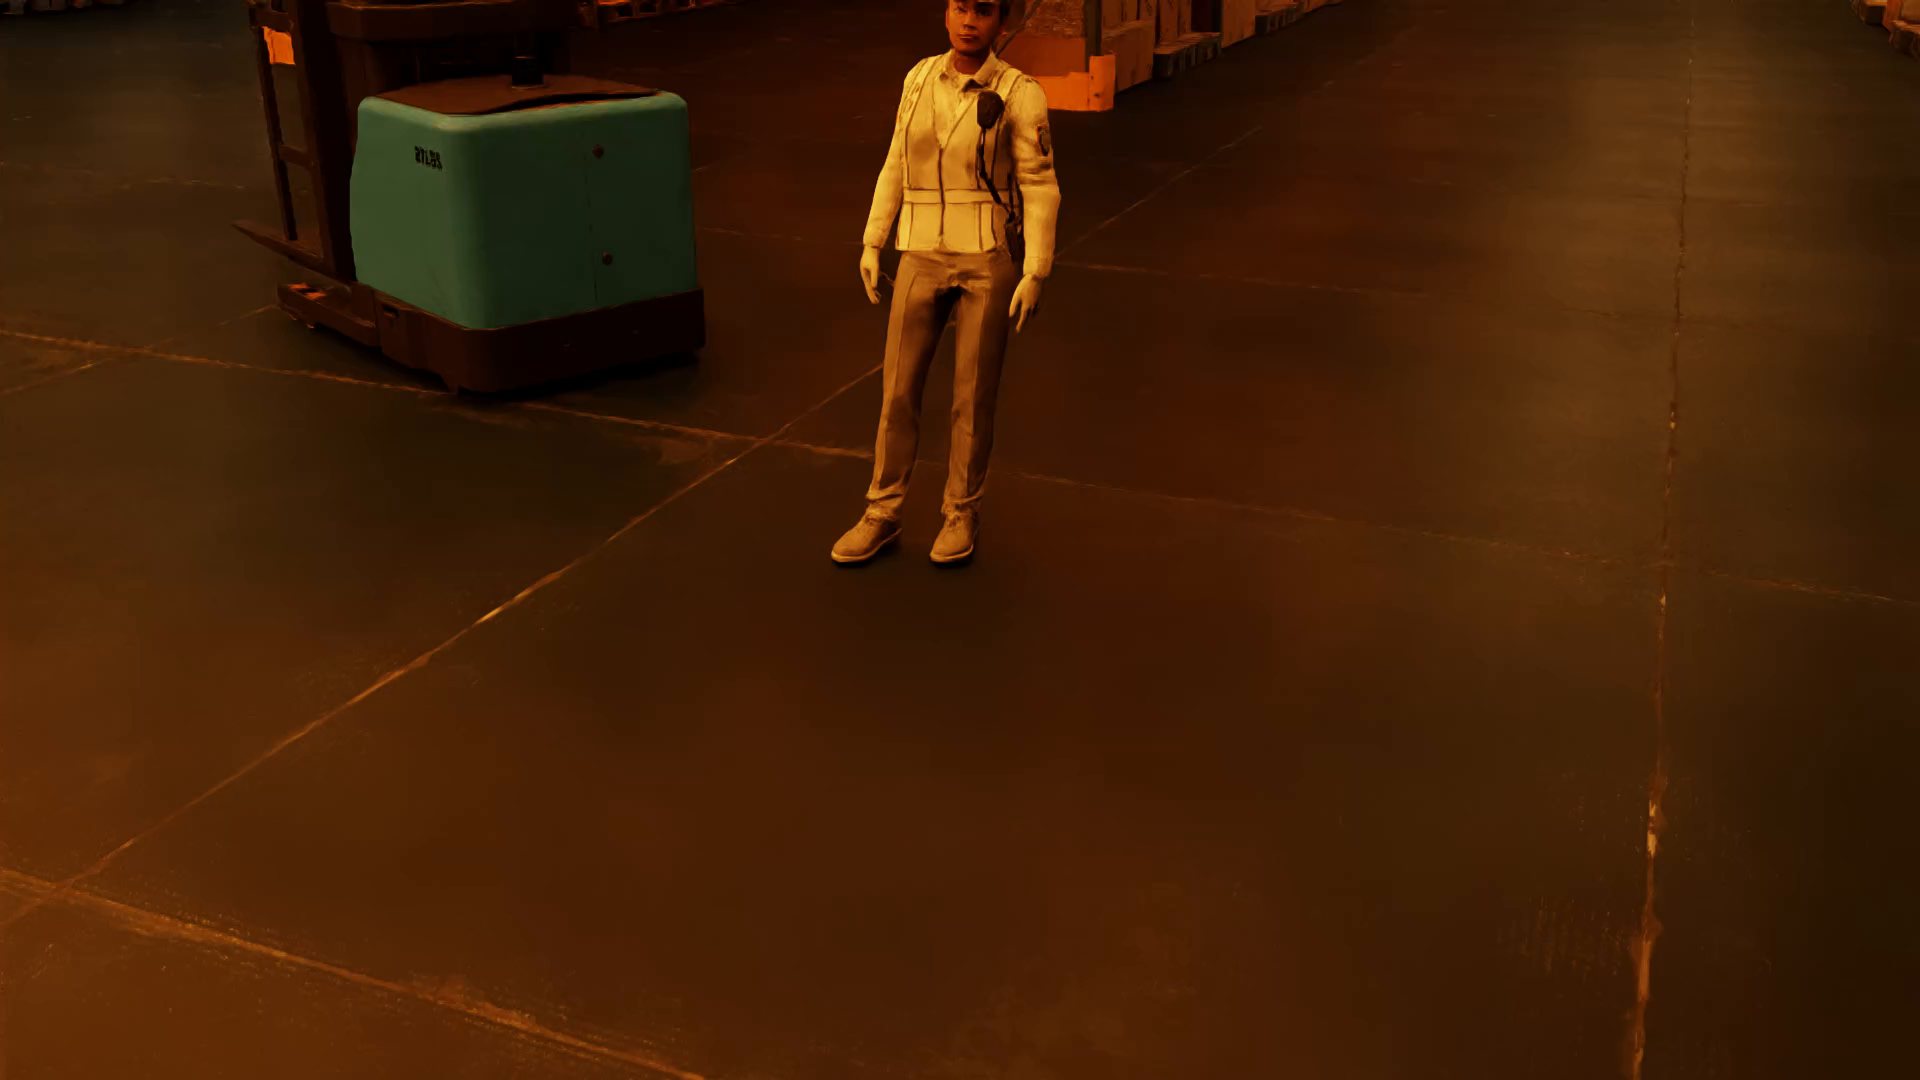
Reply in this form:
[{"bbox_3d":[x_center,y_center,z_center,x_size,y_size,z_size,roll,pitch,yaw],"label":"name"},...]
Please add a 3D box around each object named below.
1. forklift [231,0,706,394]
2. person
[{"bbox_3d":[-2.399,-2.394,7.020,1.130,2.935,3.031,-19,29,-38],"label":"forklift"},{"bbox_3d":[-0.032,-0.766,4.708,0.586,1.695,0.532,9,24,21],"label":"person"}]
